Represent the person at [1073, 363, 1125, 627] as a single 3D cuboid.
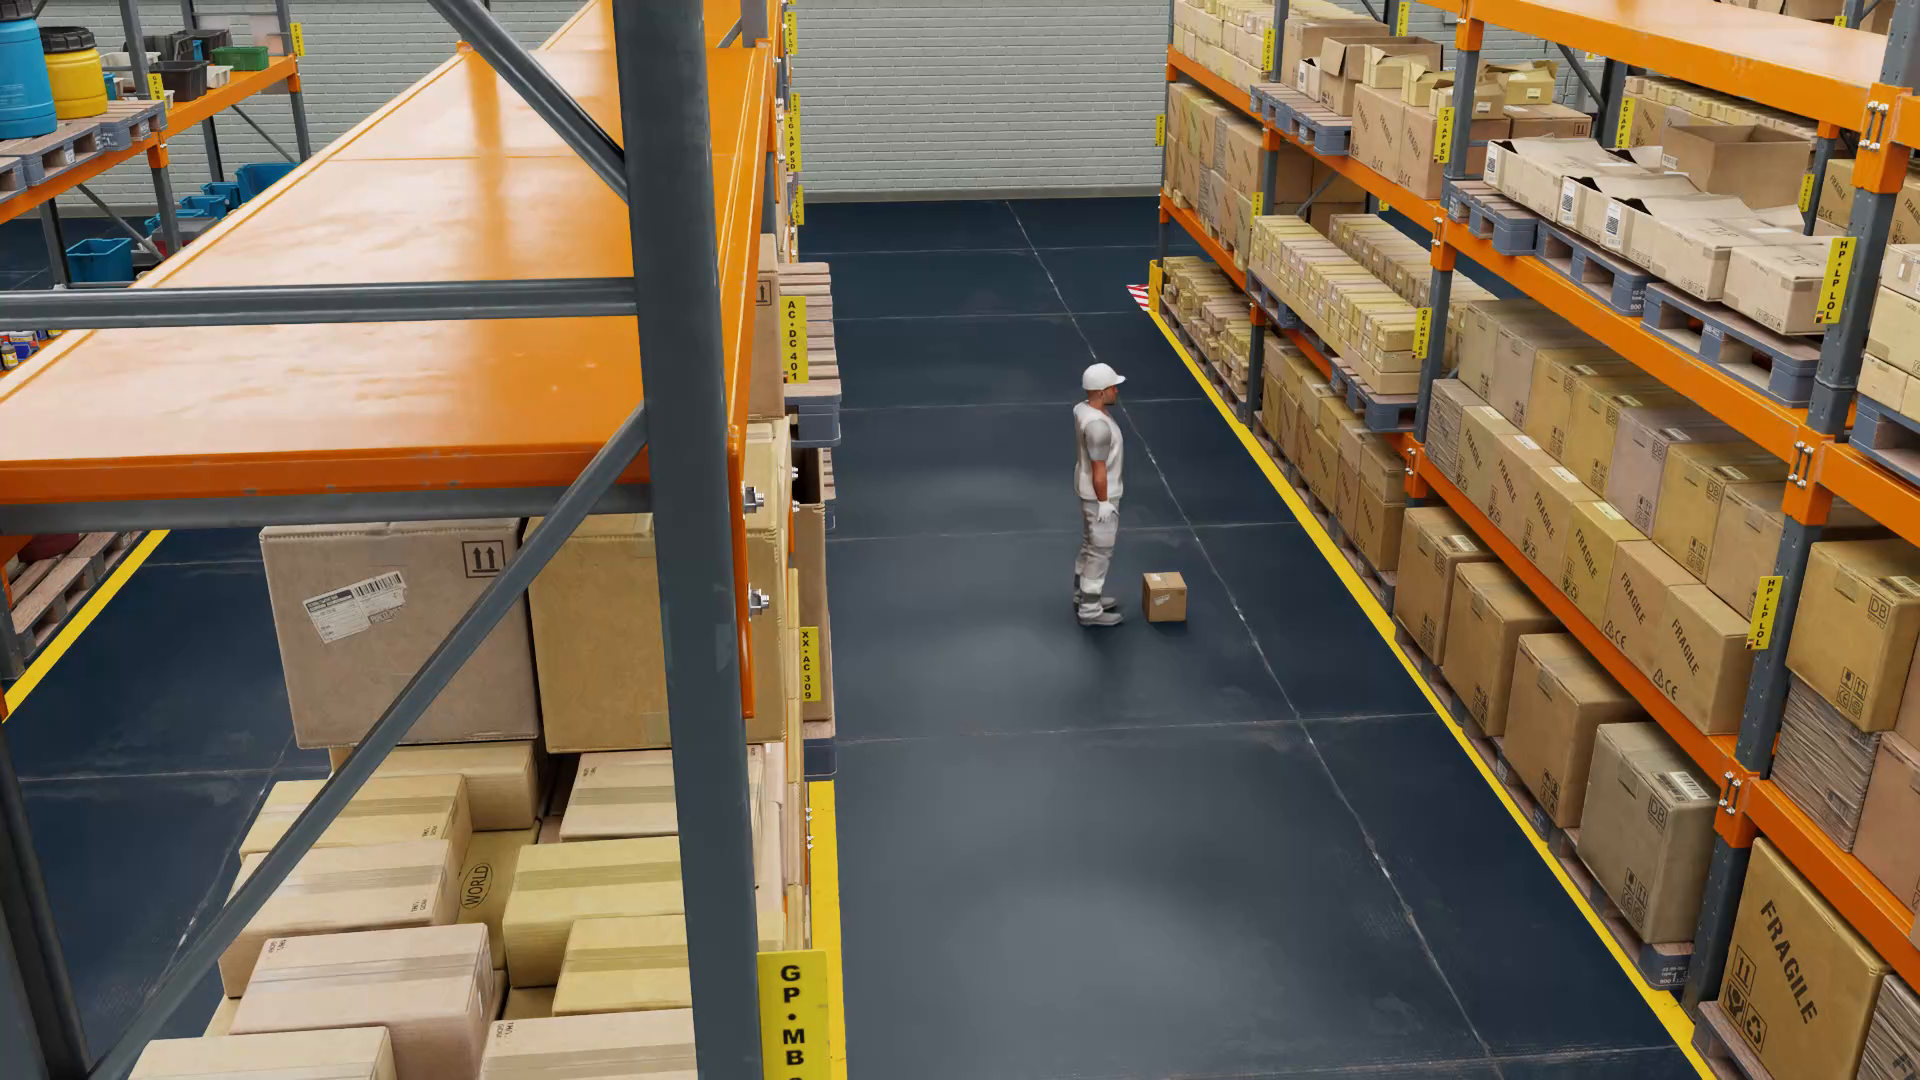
[{"bbox_3d":[0.919,-0.305,11.001,0.346,1.787,0.523,-2,24,-4],"label":"person"}]
